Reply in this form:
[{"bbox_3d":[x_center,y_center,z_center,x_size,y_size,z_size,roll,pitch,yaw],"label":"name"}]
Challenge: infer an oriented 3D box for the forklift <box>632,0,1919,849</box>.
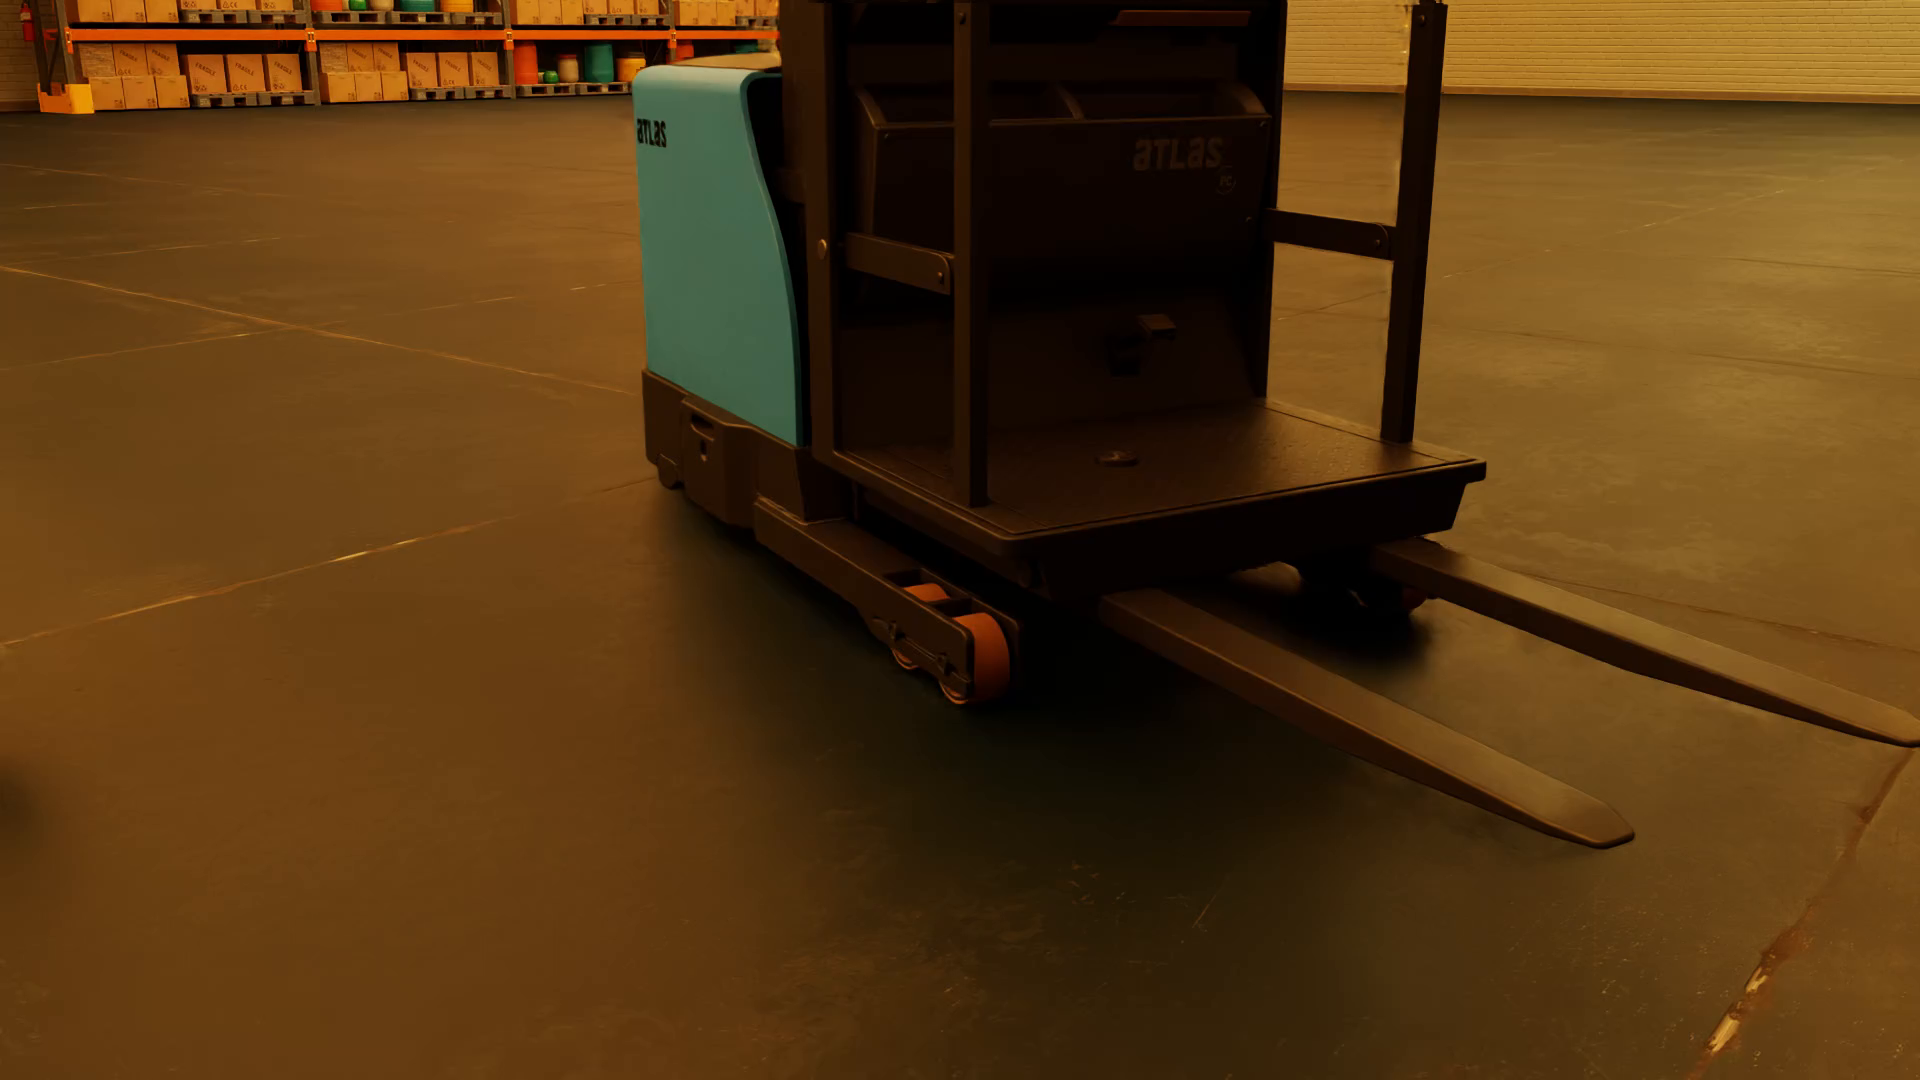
[{"bbox_3d":[0.321,-1.257,3.037,1.130,2.935,3.031,-9,19,-28],"label":"forklift"}]
